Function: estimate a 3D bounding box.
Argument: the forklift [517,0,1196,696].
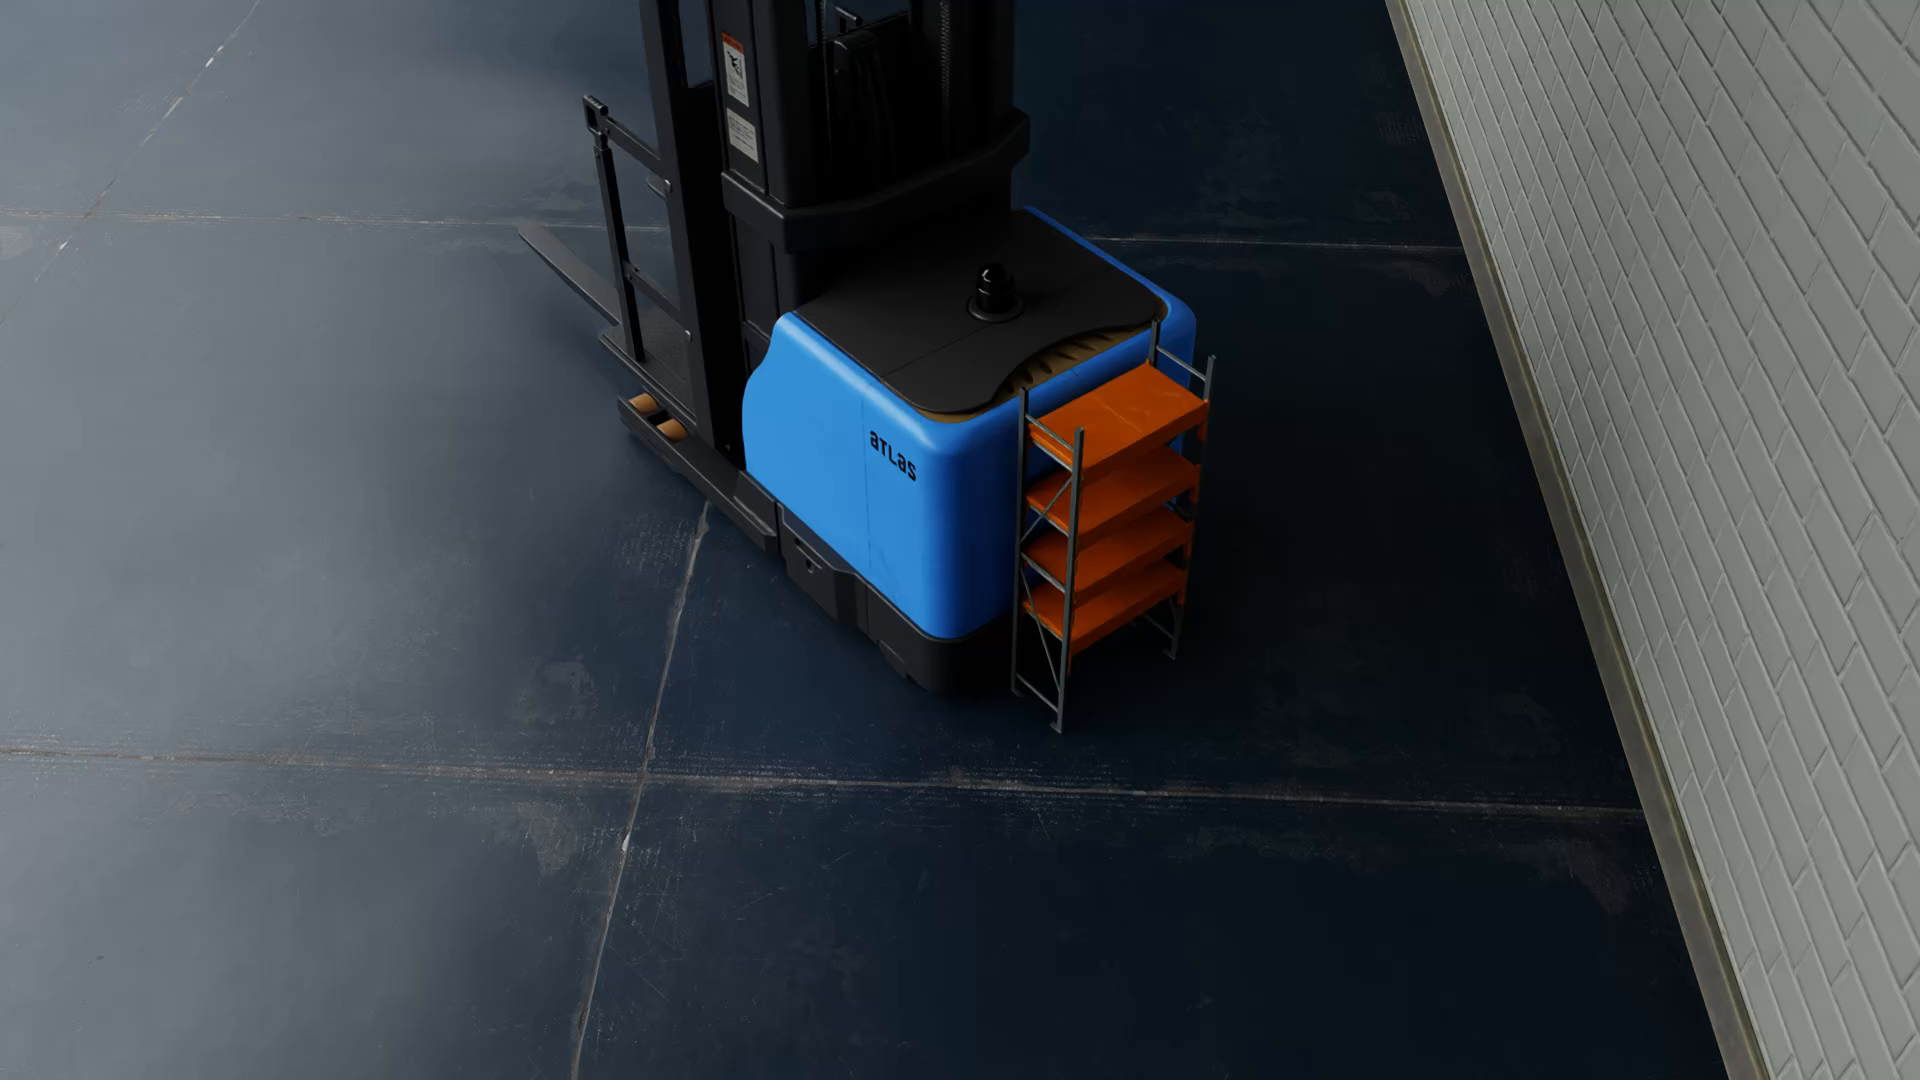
[{"bbox_3d":[-0.600,-1.535,5.248,1.130,2.935,3.031,-29,50,-27],"label":"forklift"}]

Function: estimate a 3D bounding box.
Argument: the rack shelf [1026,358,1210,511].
[{"bbox_3d":[0.430,-0.299,4.614,0.480,0.148,0.258,-29,50,-27],"label":"rack shelf"}]

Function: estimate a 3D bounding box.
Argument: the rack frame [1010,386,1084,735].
[{"bbox_3d":[0.240,0.093,4.770,0.015,1.200,0.240,-29,50,-27],"label":"rack frame"}]

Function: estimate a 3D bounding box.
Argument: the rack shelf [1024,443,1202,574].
[{"bbox_3d":[0.430,-0.126,4.776,0.480,0.148,0.258,-29,50,-27],"label":"rack shelf"}]

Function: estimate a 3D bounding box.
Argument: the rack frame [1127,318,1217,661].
[{"bbox_3d":[0.619,-0.117,4.995,0.015,1.200,0.240,-29,50,-27],"label":"rack frame"}]

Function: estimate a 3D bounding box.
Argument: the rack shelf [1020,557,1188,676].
[{"bbox_3d":[0.430,0.183,5.063,0.480,0.148,0.258,-29,50,-27],"label":"rack shelf"}]

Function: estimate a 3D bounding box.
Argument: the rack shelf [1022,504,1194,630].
[{"bbox_3d":[0.430,0.038,4.928,0.480,0.148,0.258,-29,50,-27],"label":"rack shelf"}]

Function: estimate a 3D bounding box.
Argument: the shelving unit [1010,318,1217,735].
[{"bbox_3d":[0.430,-0.012,4.882,0.503,1.200,0.258,-29,50,-27],"label":"shelving unit"}]
